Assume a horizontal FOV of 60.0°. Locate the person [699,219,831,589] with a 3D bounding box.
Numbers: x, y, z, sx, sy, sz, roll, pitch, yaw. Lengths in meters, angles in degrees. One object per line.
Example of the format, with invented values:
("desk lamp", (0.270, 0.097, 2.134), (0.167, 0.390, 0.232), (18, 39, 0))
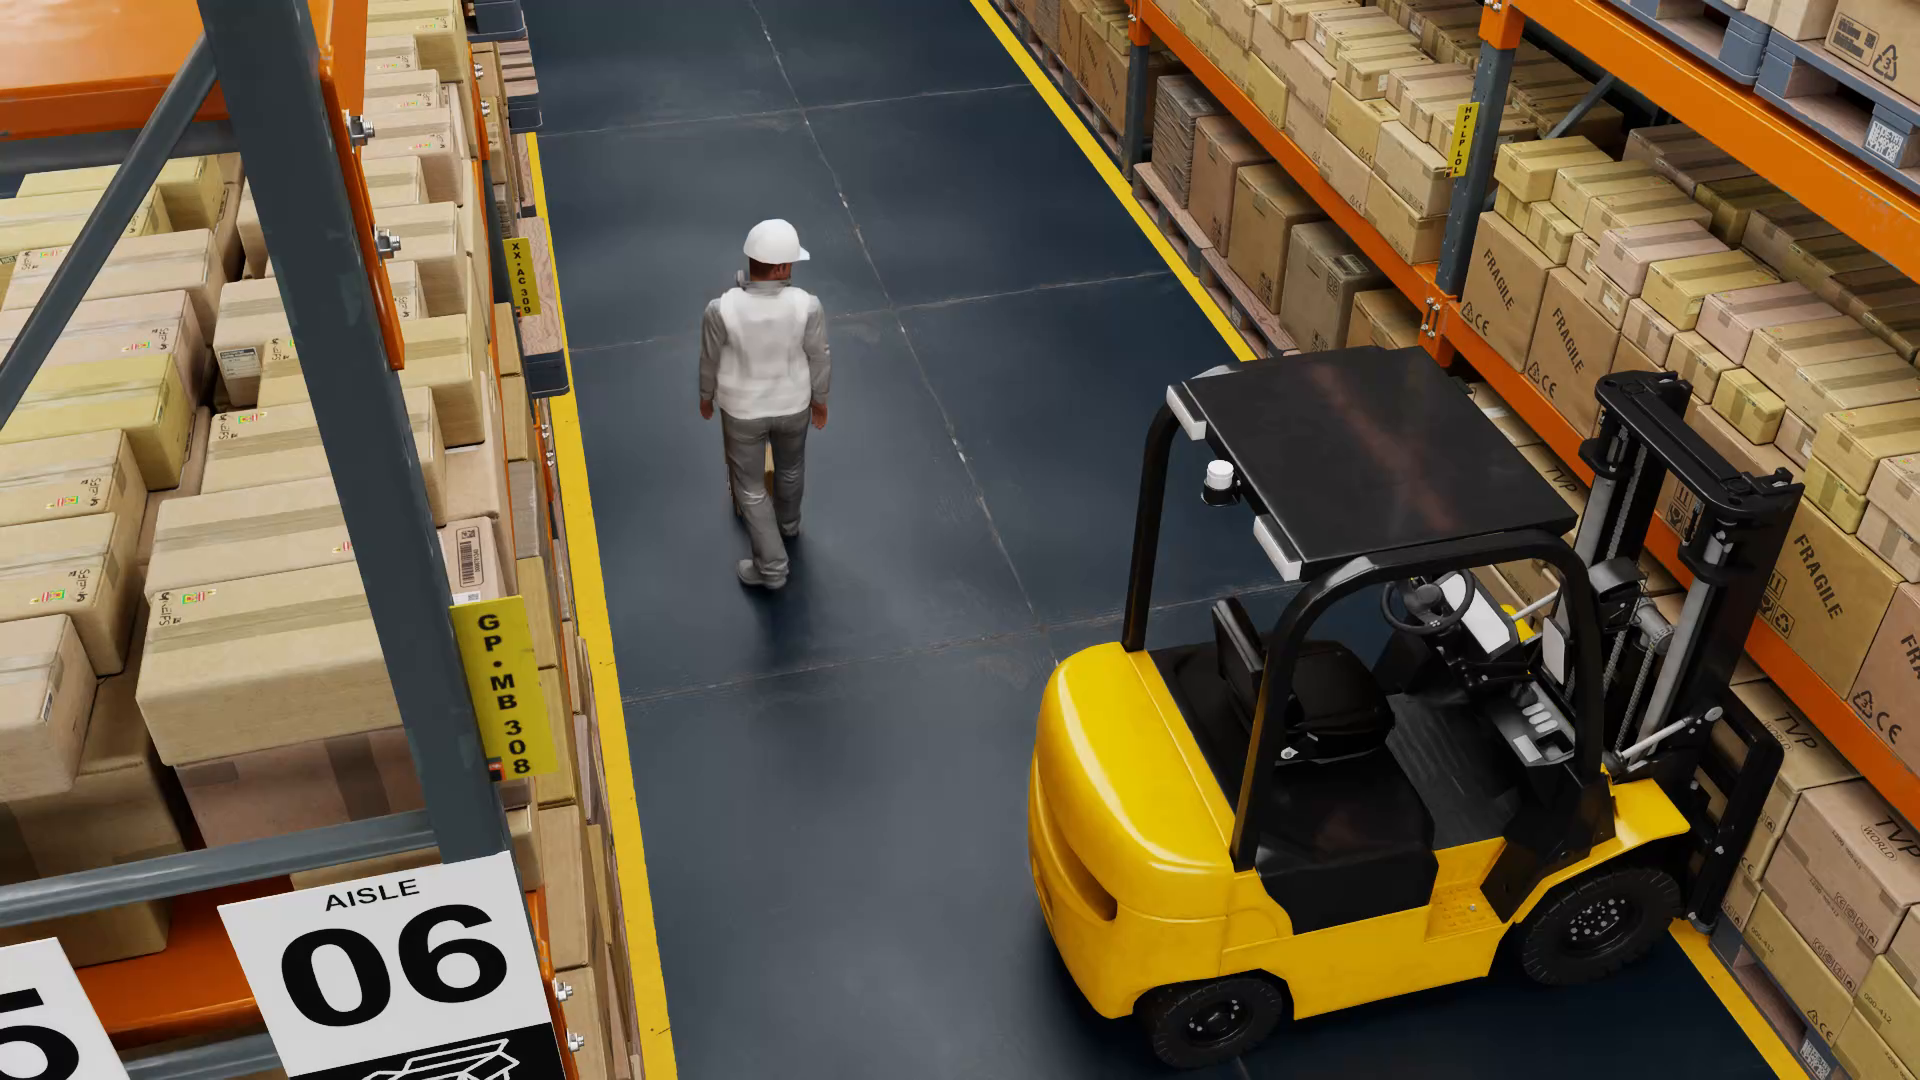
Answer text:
("person", (-0.883, -0.642, 7.505), (0.569, 1.764, 0.753), (-13, 40, -16))
